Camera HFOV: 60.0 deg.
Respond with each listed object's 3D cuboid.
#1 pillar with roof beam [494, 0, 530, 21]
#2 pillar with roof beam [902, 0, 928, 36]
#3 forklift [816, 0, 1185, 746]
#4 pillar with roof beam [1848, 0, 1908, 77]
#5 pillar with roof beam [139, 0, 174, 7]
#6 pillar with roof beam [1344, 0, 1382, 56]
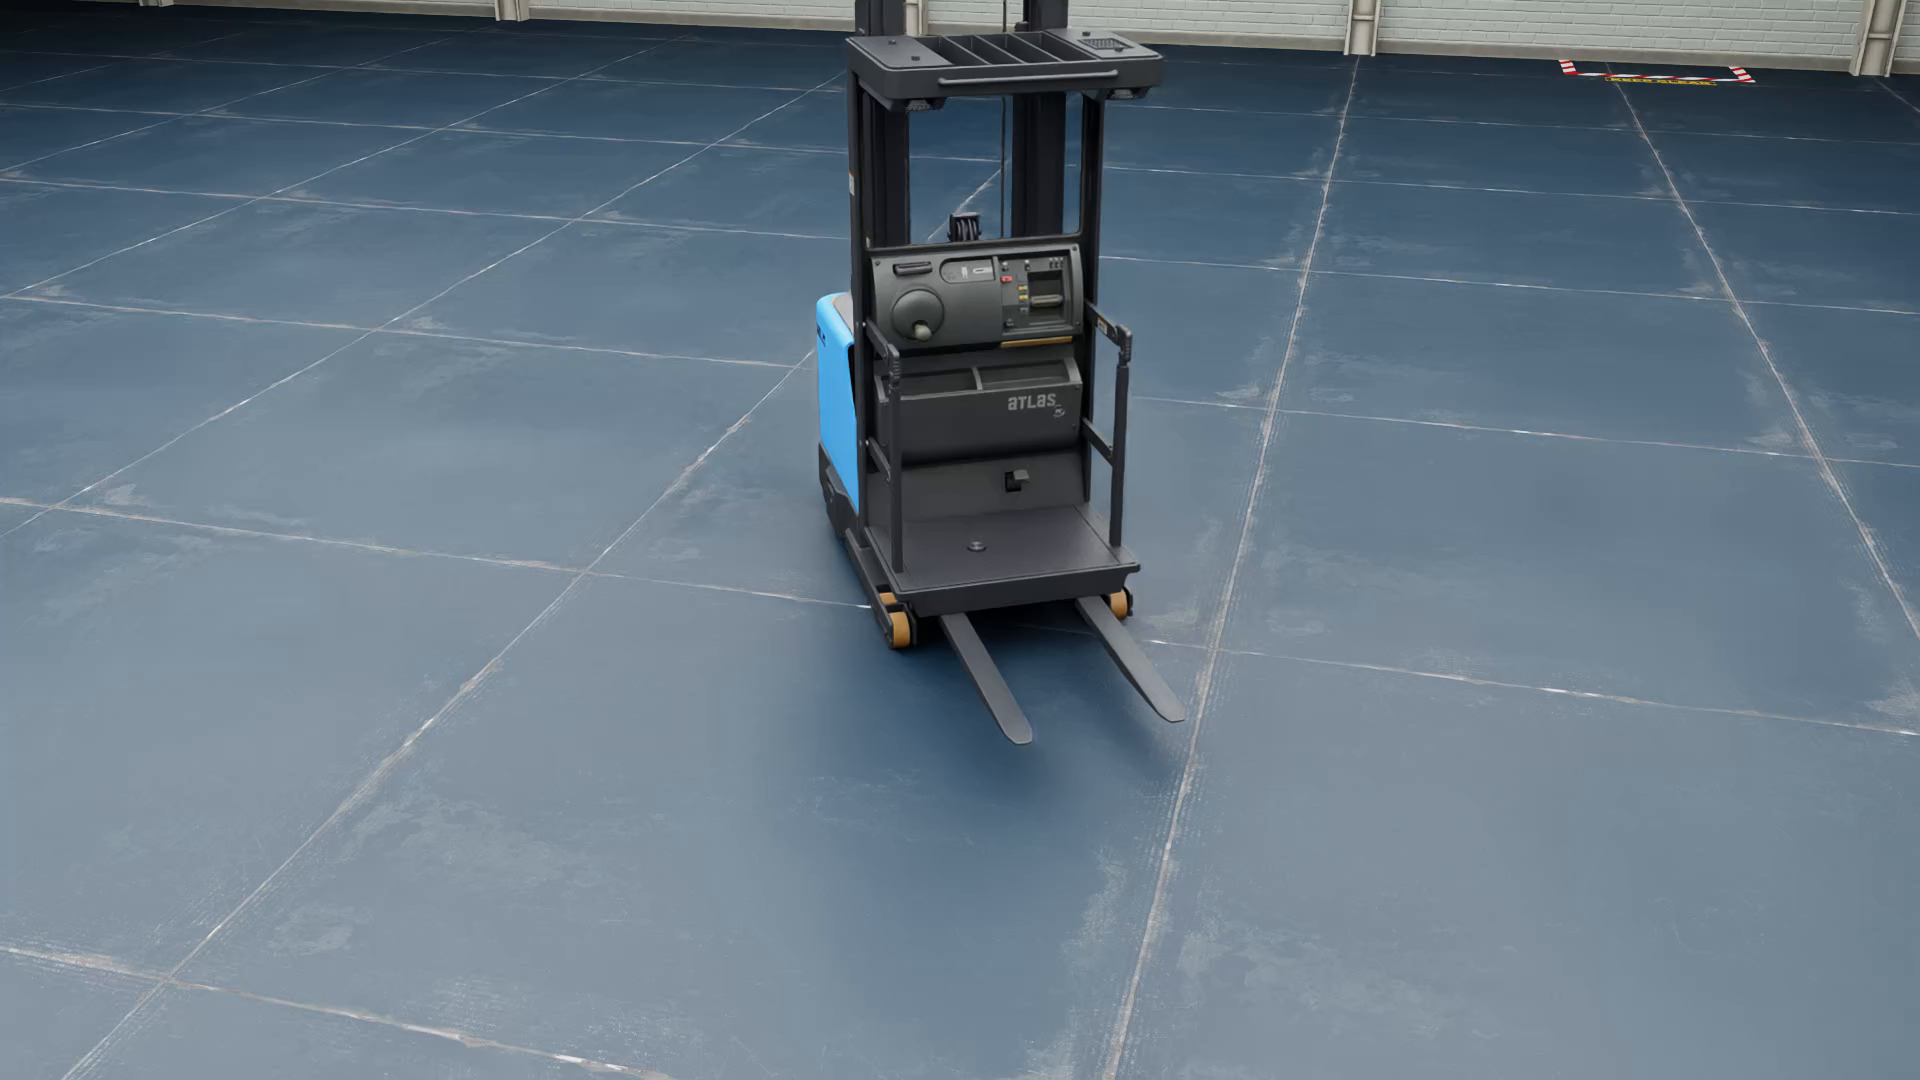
[{"bbox_3d":[-7.546,-9.818,18.404,0.400,9.000,9.100,6,26,13],"label":"pillar with roof beam"},{"bbox_3d":[-1.735,-9.176,17.055,0.400,9.000,9.100,6,26,13],"label":"pillar with roof beam"},{"bbox_3d":[0.139,-1.032,7.008,1.130,2.935,3.031,-7,26,-14],"label":"forklift"},{"bbox_3d":[9.887,-7.891,14.357,0.400,9.000,9.100,6,26,13],"label":"pillar with roof beam"},{"bbox_3d":[-13.357,-10.461,19.754,0.400,9.000,9.100,6,26,13],"label":"pillar with roof beam"},{"bbox_3d":[4.076,-8.534,15.706,0.400,9.000,9.100,6,26,13],"label":"pillar with roof beam"}]
